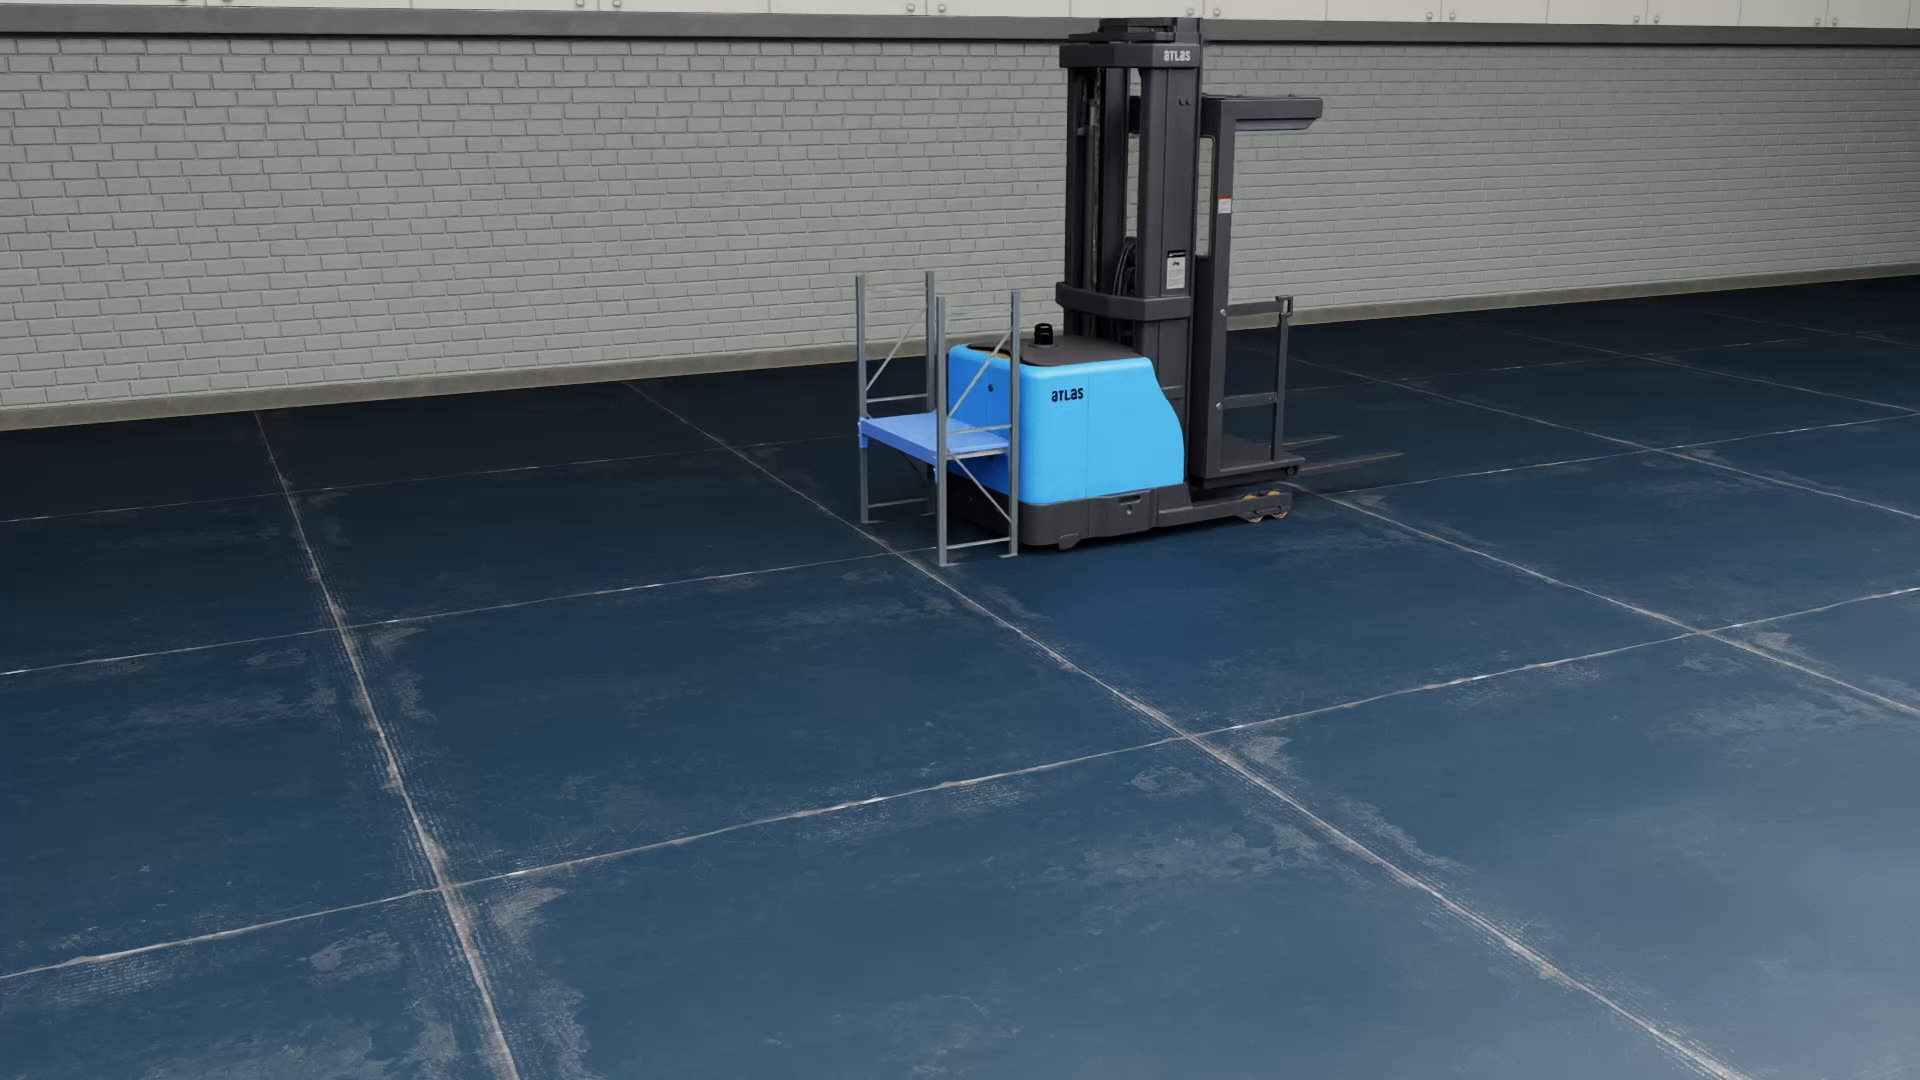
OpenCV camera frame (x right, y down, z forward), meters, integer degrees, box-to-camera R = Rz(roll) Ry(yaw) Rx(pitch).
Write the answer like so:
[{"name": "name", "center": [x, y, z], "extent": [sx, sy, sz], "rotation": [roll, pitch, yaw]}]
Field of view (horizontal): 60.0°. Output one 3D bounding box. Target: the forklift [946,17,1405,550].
[{"name": "forklift", "center": [1.448, -1.630, 10.118], "extent": [3.031, 2.935, 1.130], "rotation": [-9, 18, -29]}]

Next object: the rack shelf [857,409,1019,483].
[{"name": "rack shelf", "center": [-0.141, -0.553, 9.611], "extent": [0.538, 0.185, 1.000], "rotation": [-8, 18, -27]}]

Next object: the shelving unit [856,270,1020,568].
[{"name": "shelving unit", "center": [-0.141, -0.726, 9.562], "extent": [0.538, 1.500, 1.048], "rotation": [-8, 18, -27]}]

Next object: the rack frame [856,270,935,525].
[{"name": "rack frame", "center": [-0.381, -0.850, 9.992], "extent": [0.500, 1.500, 0.032], "rotation": [-8, 18, -27]}]

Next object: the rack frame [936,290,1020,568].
[{"name": "rack frame", "center": [0.099, -0.602, 9.131], "extent": [0.500, 1.500, 0.032], "rotation": [-8, 18, -27]}]
